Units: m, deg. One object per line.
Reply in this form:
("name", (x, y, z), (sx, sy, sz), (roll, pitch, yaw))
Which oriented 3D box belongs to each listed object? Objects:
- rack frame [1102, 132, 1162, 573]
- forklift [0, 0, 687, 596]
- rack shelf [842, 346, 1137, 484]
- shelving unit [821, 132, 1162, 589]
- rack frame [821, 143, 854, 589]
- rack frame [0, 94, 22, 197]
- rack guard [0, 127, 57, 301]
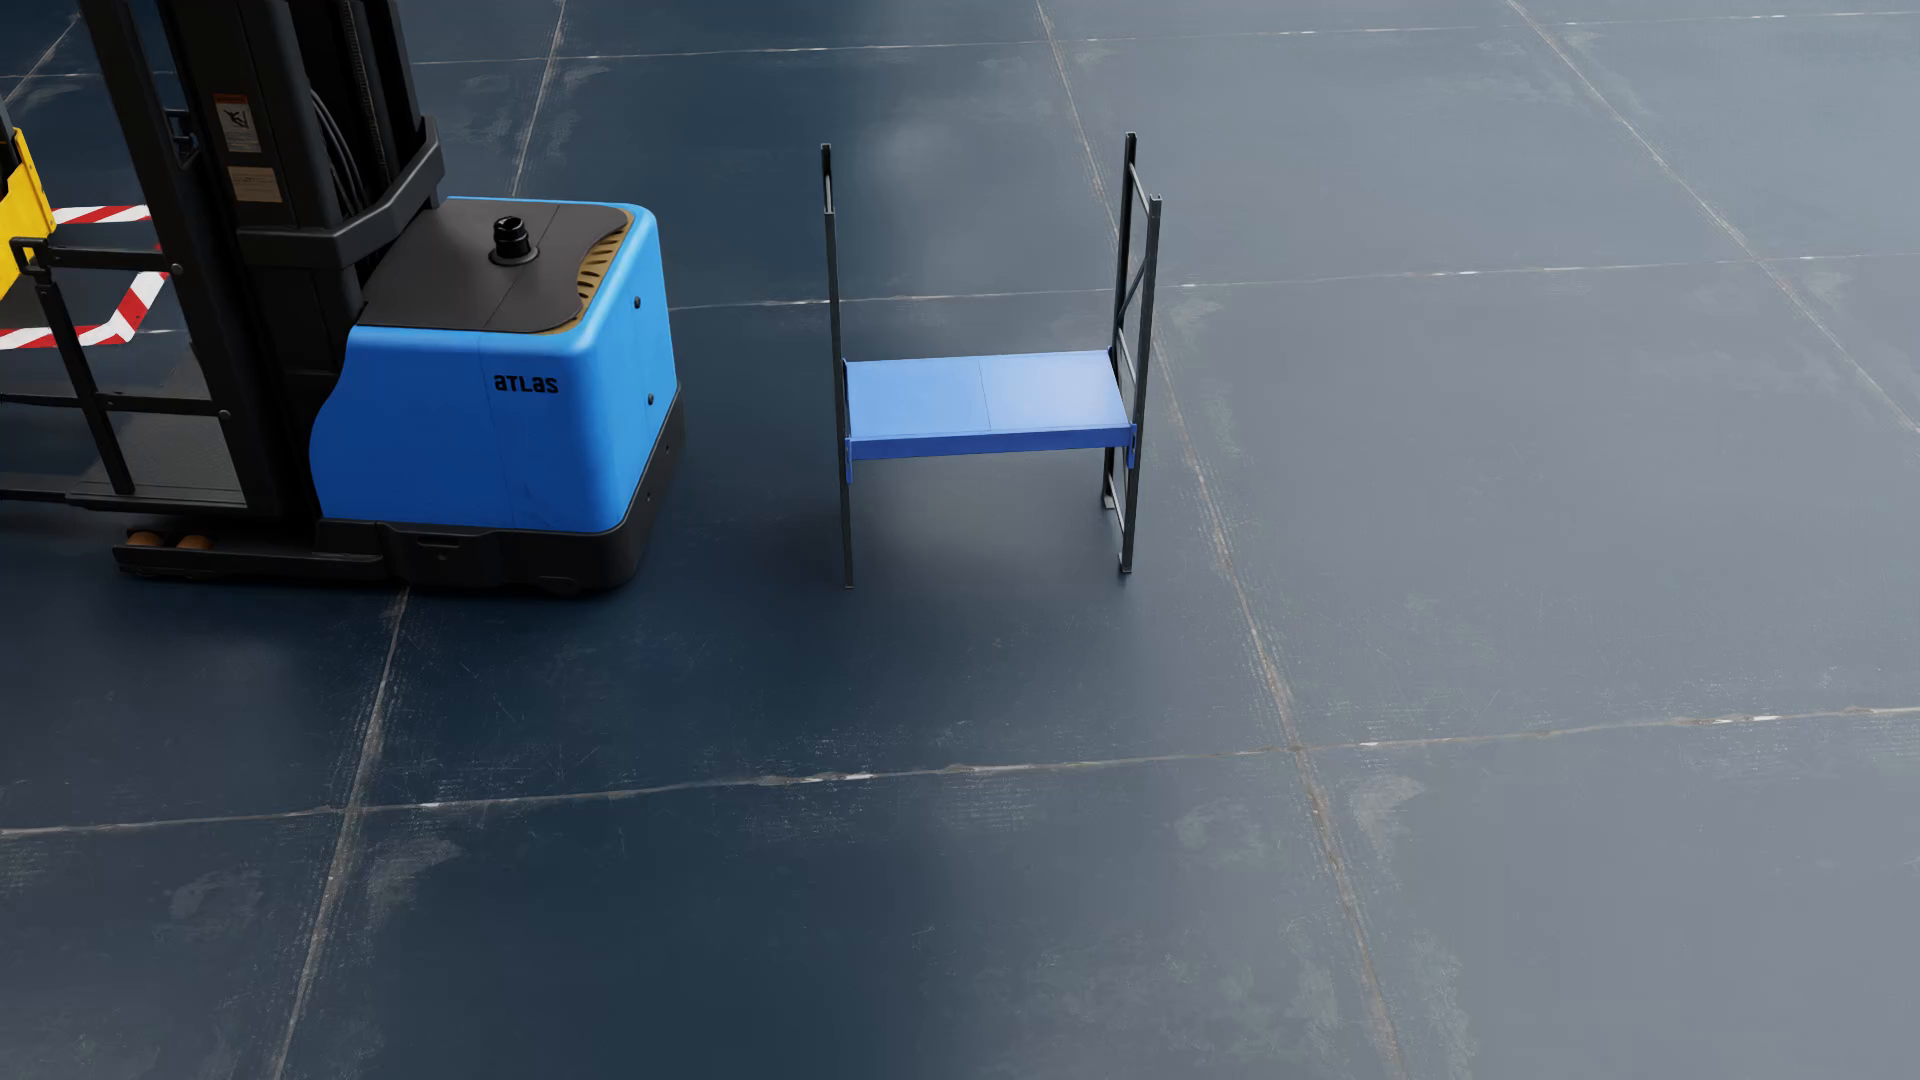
("rack frame", (0.591, -0.621, 5.827), (0.032, 1.500, 0.500), (-3, 38, -4))
("forklift", (-2.640, -1.326, 5.564), (3.031, 2.935, 1.130), (3, 38, 4))
("rack shelf", (0.085, -0.452, 5.903), (1.000, 0.185, 0.538), (-3, 38, -4))
("shelving unit", (0.085, -0.593, 5.791), (1.048, 1.500, 0.538), (-3, 38, -4))
("rack frame", (-0.421, -0.566, 5.756), (0.032, 1.500, 0.500), (-3, 38, -4))
("rack frame", (-4.514, -2.423, 6.899), (0.127, 3.000, 1.000), (-3, 38, -4))
("rack guard", (-4.585, -1.408, 7.631), (0.348, 0.500, 1.175), (-3, 38, -4))
